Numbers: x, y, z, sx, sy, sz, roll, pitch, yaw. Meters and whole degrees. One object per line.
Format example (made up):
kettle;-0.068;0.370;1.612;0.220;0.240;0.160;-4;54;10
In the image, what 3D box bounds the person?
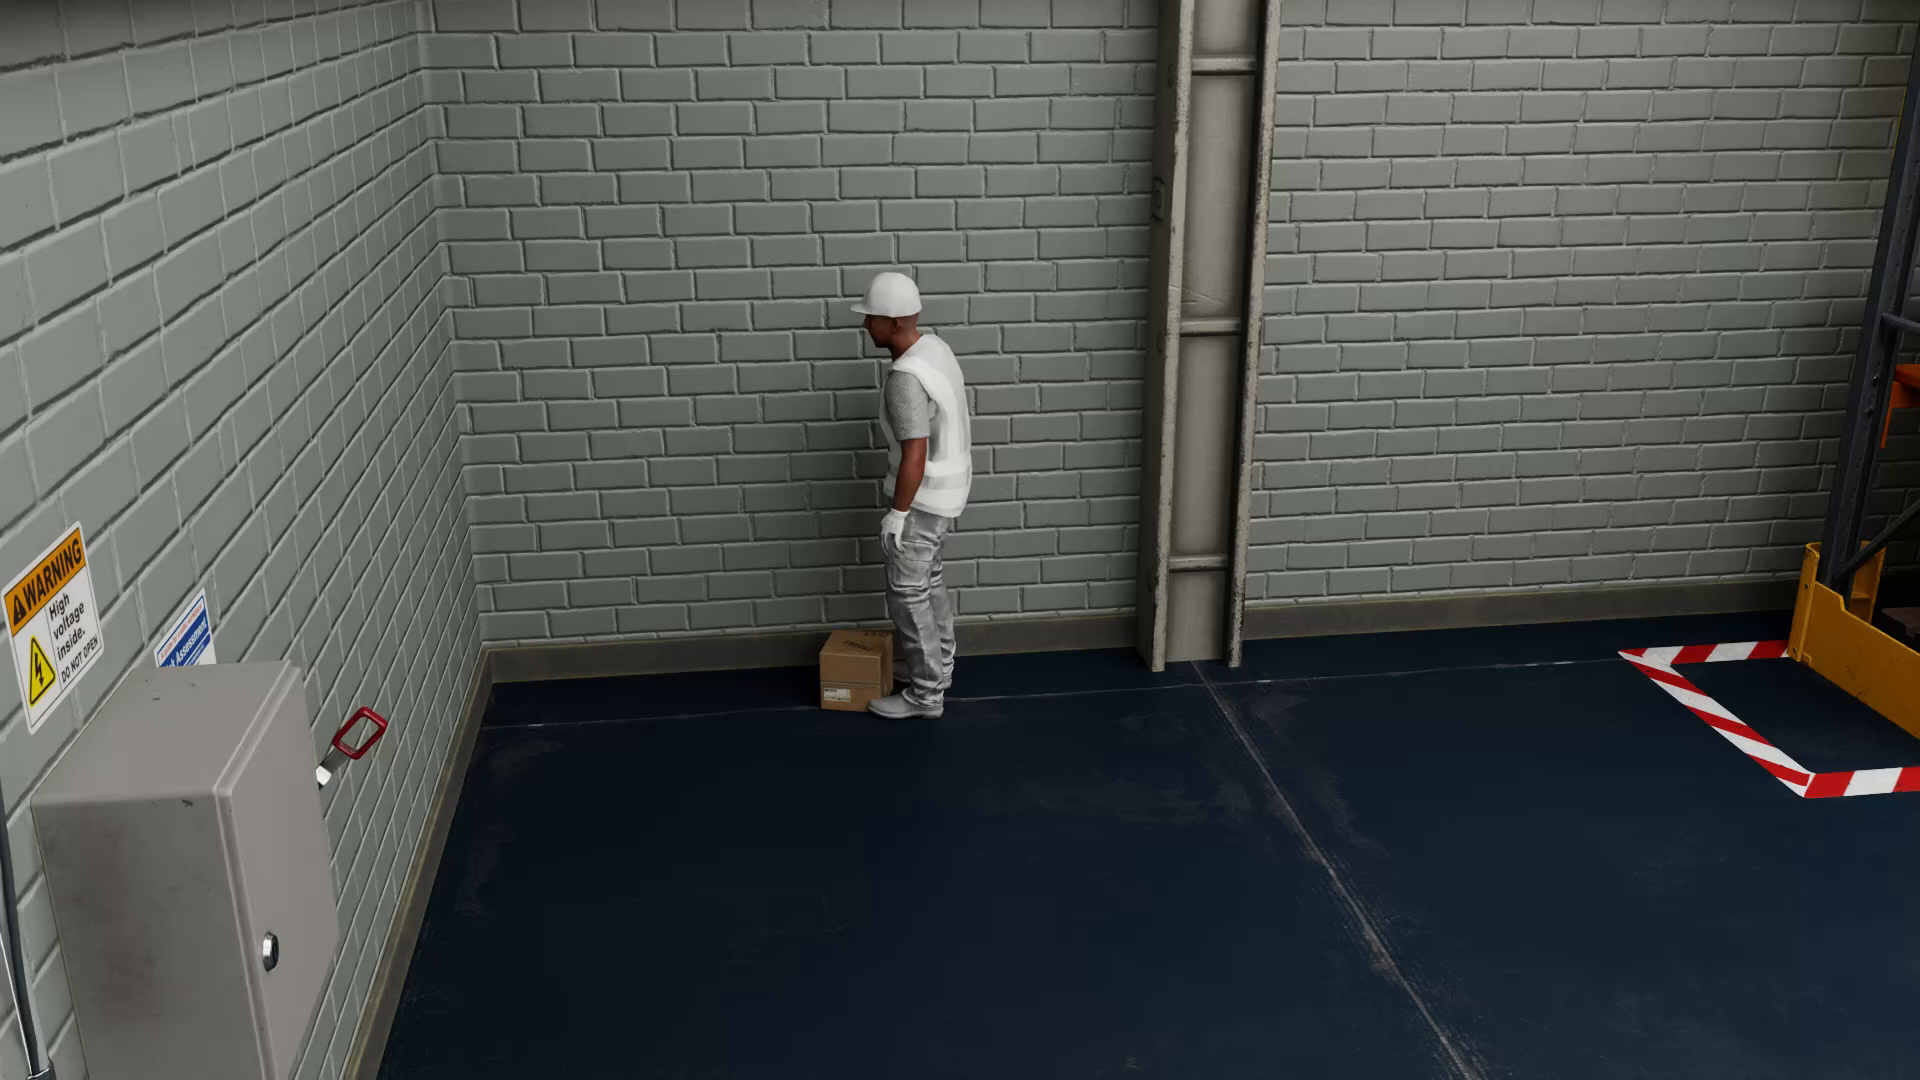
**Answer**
person;-0.186;-0.168;6.524;0.453;1.774;0.628;3;20;9
